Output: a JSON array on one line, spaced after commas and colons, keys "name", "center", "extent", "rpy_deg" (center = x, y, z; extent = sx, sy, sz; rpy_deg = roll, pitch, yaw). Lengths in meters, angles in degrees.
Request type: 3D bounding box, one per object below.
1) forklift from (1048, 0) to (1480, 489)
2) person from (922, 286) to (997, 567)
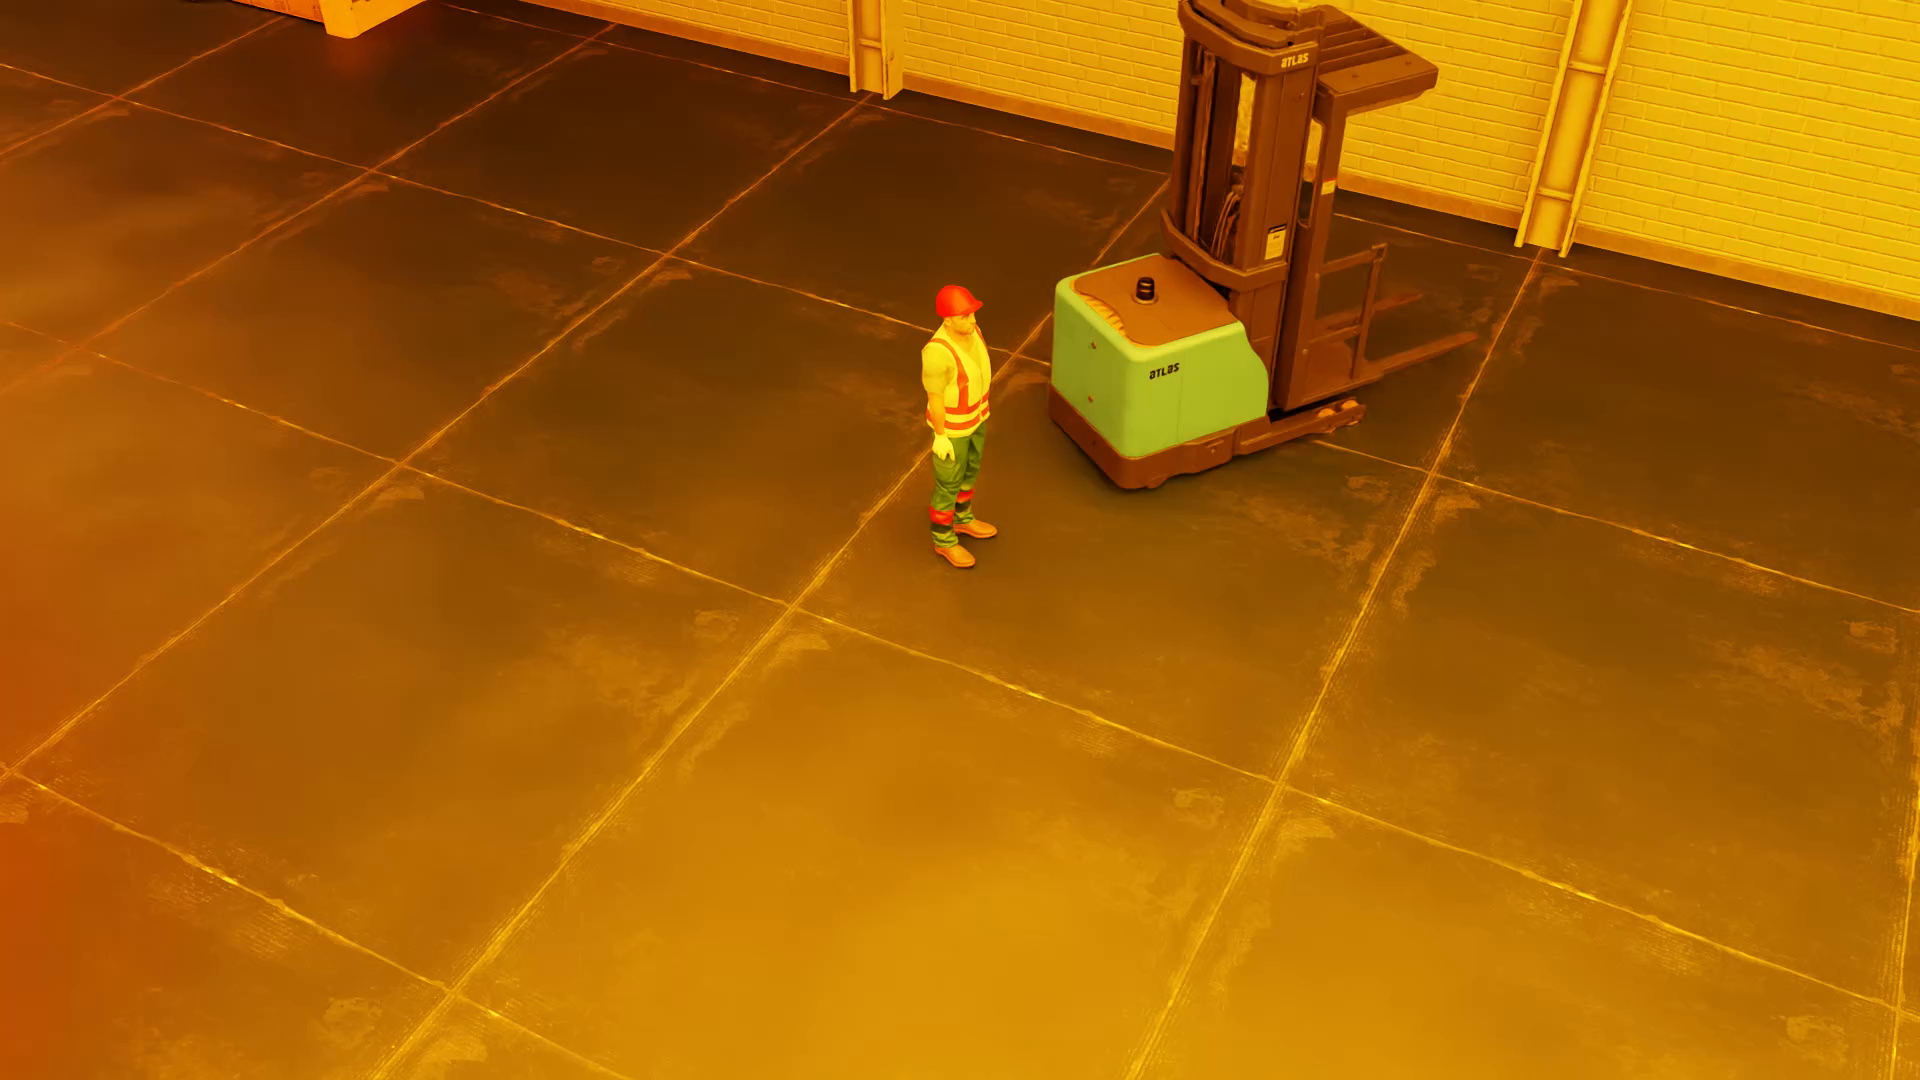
[{"name": "forklift", "center": [2.137, -2.115, 10.498], "extent": [3.031, 2.935, 1.130], "rpy_deg": [-19, 44, -21]}, {"name": "person", "center": [0.014, -0.687, 9.689], "extent": [0.369, 1.795, 0.536], "rpy_deg": [18, 43, 21]}]
